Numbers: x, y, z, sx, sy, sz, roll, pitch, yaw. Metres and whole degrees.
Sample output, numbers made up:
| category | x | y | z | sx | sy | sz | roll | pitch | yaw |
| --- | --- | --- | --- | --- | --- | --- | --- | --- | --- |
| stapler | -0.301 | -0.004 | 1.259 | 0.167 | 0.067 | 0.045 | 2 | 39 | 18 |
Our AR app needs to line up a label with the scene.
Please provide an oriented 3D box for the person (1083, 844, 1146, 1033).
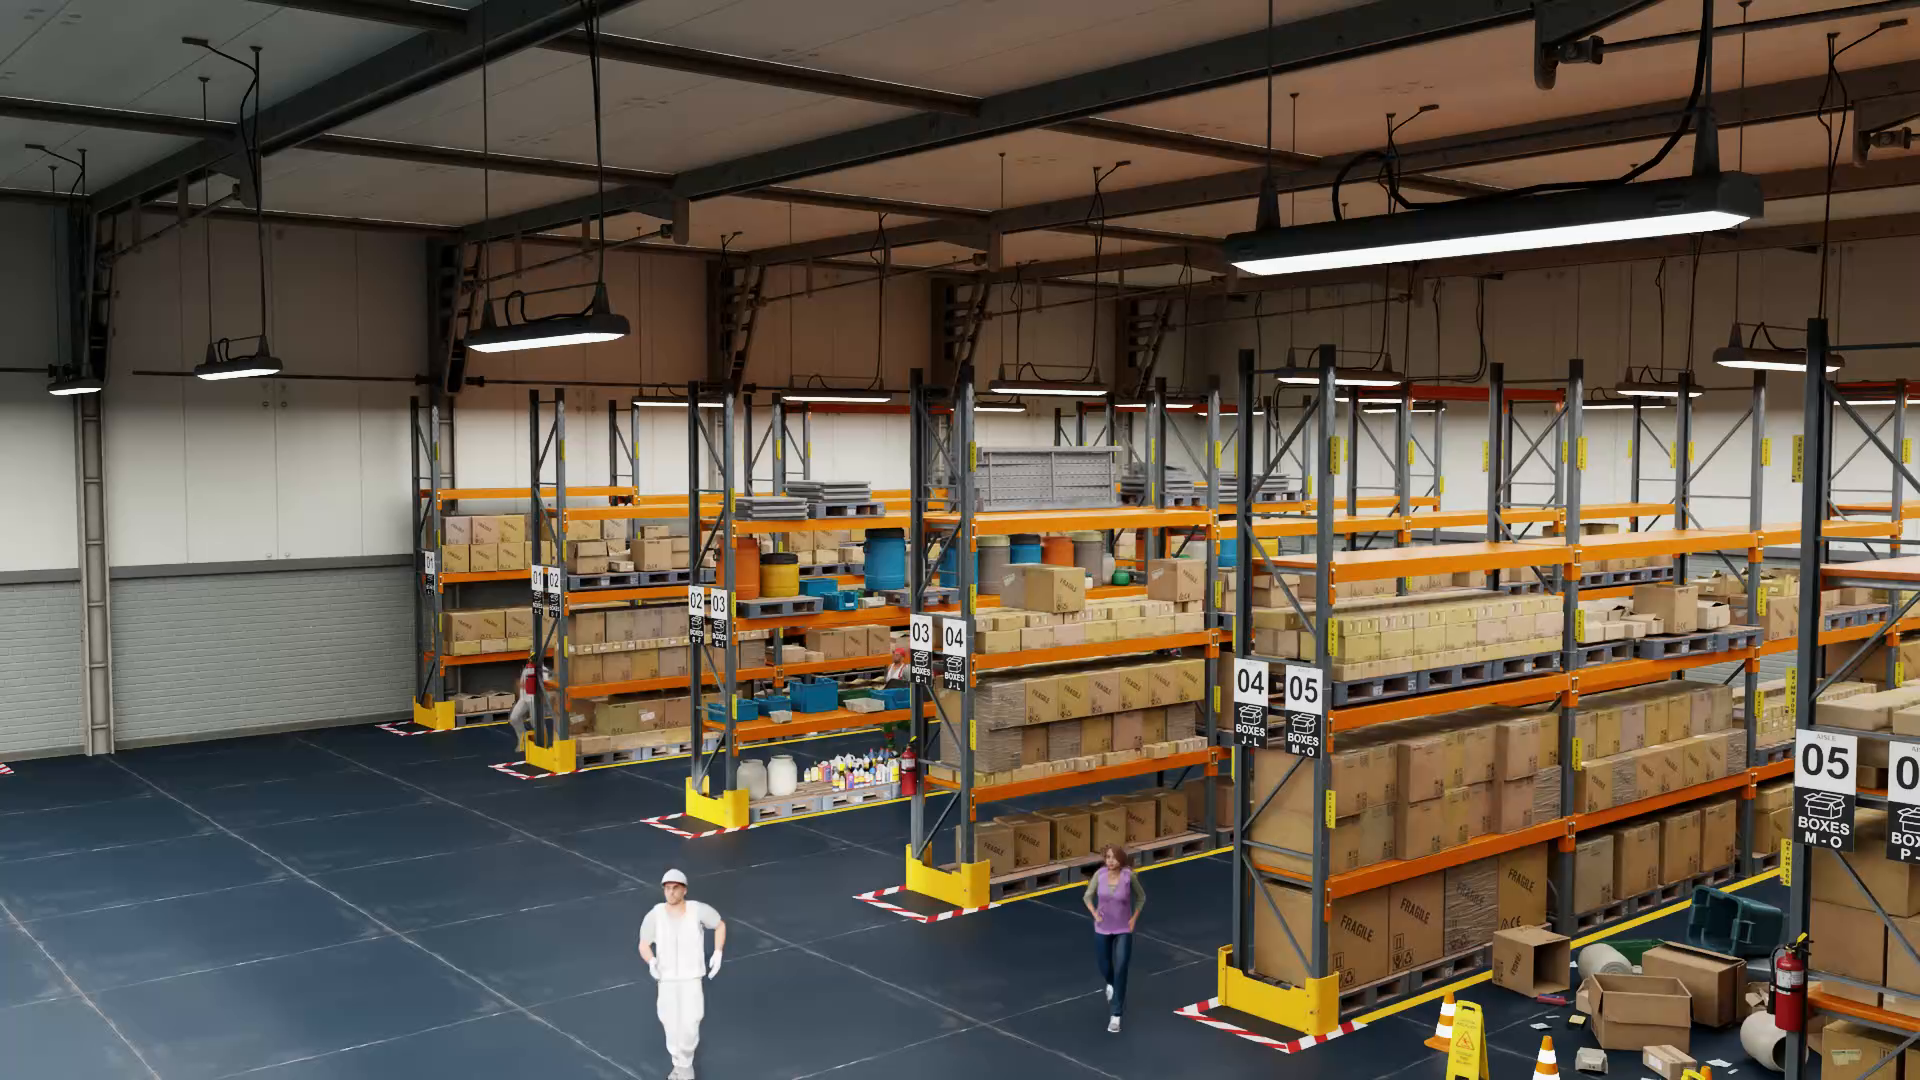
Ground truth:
| category | x | y | z | sx | sy | sz | roll | pitch | yaw |
| --- | --- | --- | --- | --- | --- | --- | --- | --- | --- |
| person | 1.376 | 3.498 | 14.861 | 0.556 | 1.606 | 0.724 | 1 | 3 | 12 |

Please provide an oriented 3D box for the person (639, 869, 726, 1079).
| category | x | y | z | sx | sy | sz | roll | pitch | yaw |
| --- | --- | --- | --- | --- | --- | --- | --- | --- | --- |
| person | -2.228 | 3.501 | 13.244 | 0.673 | 1.751 | 0.656 | 0 | 3 | -1 |

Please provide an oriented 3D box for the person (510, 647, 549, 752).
| category | x | y | z | sx | sy | sz | roll | pitch | yaw |
| --- | --- | --- | --- | --- | --- | --- | --- | --- | --- |
| person | -7.112 | 2.667 | 27.738 | 0.661 | 1.799 | 0.673 | 2 | 4 | 31 |

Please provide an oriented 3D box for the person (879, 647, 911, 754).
| category | x | y | z | sx | sy | sz | roll | pitch | yaw |
| --- | --- | --- | --- | --- | --- | --- | --- | --- | --- |
| person | -1.025 | 2.643 | 27.478 | 0.663 | 1.745 | 0.780 | 3 | 4 | 39 |
